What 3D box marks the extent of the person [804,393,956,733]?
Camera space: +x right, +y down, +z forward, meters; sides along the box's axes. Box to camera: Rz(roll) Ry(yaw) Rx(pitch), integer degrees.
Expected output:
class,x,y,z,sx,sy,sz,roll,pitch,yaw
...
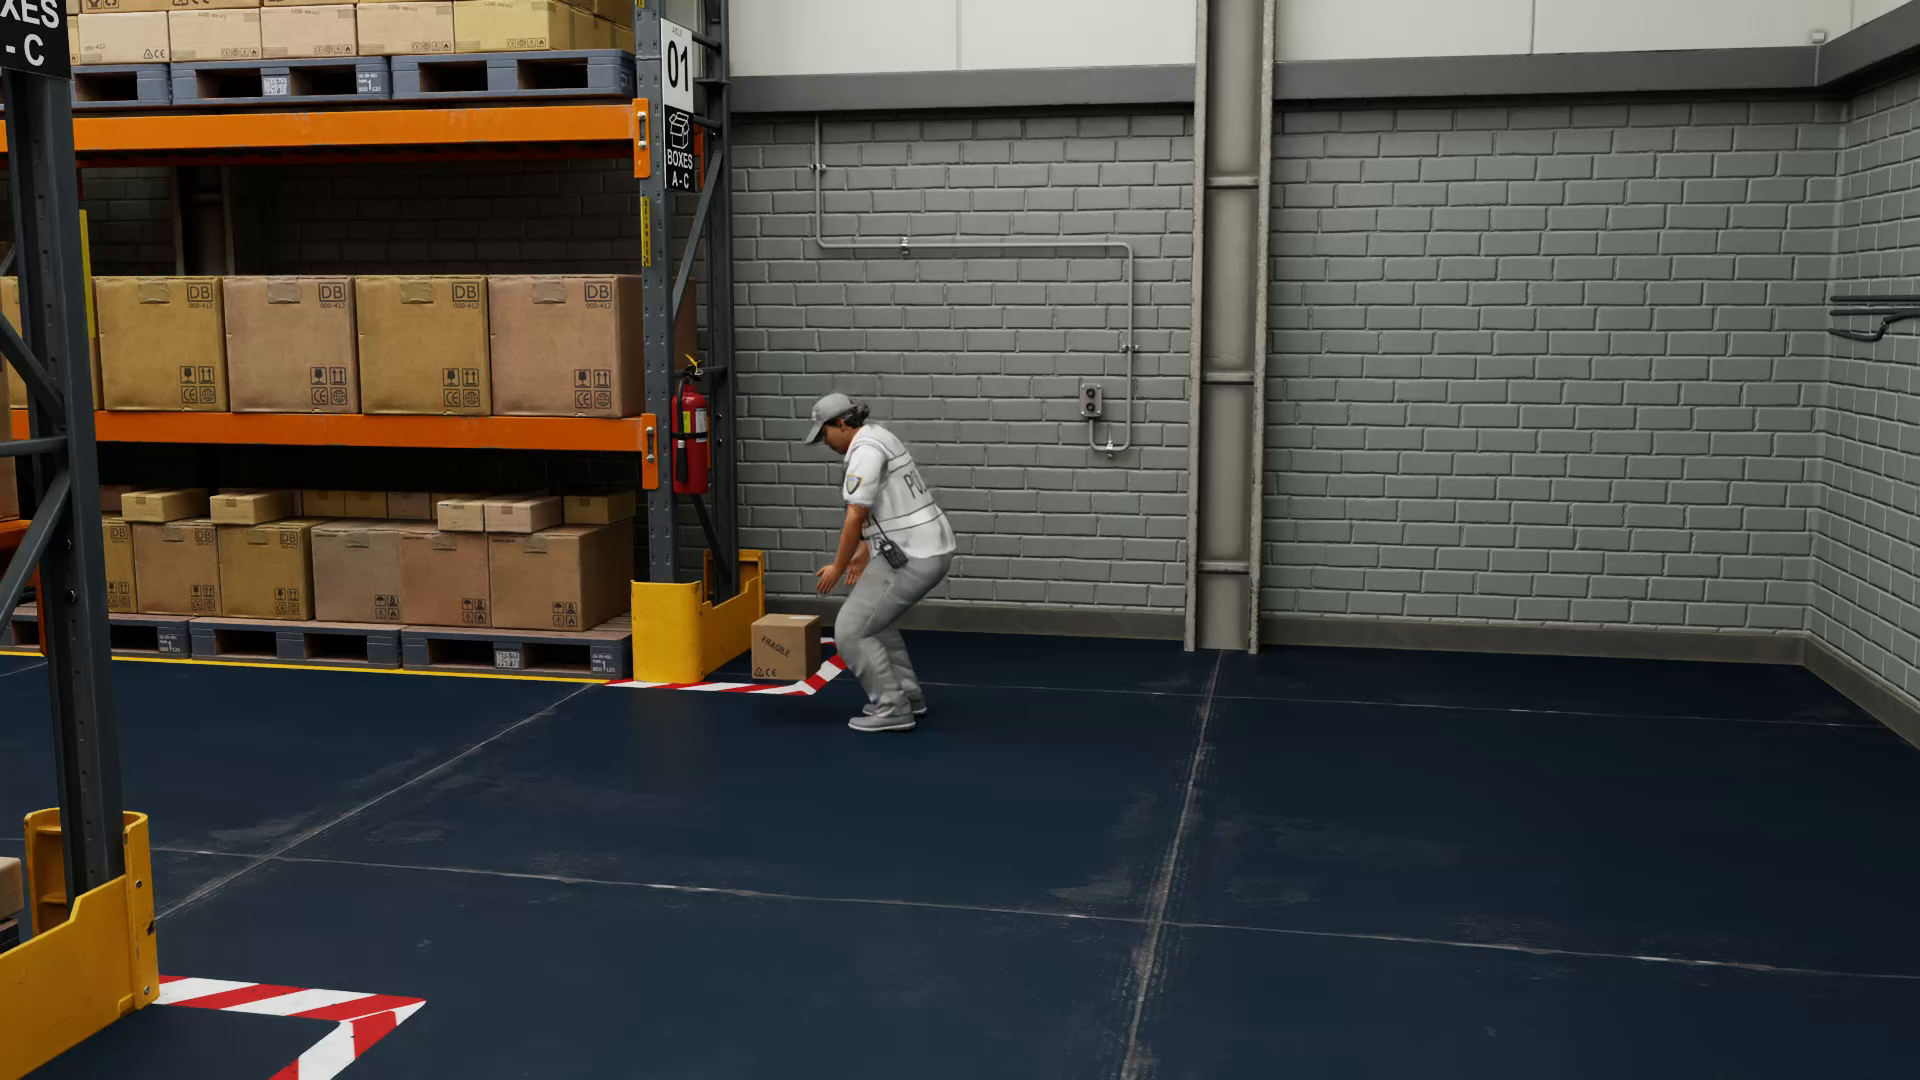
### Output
class,x,y,z,sx,sy,sz,roll,pitch,yaw
person,-0.359,0.097,7.336,0.652,1.480,0.528,2,8,12
